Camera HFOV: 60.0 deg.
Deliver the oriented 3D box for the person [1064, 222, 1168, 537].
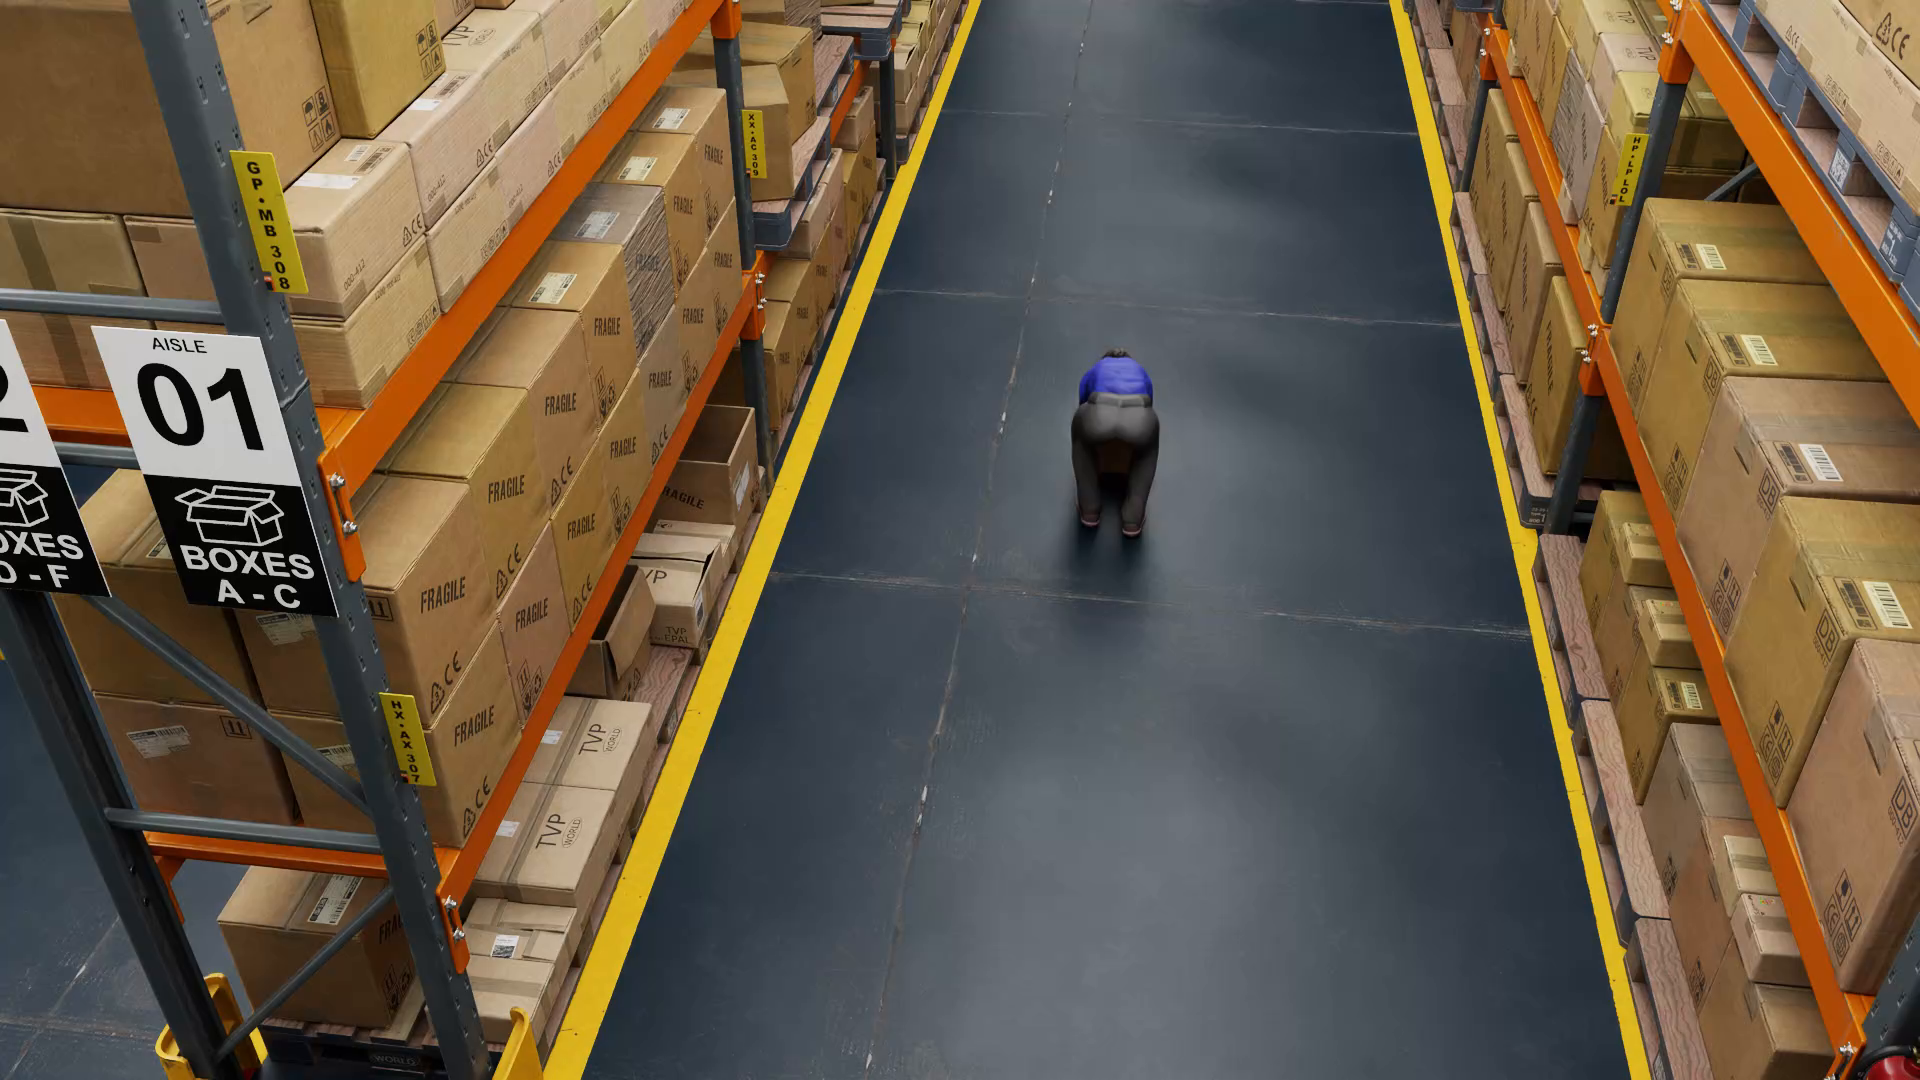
[{"bbox_3d":[0.760,-0.765,8.083,0.516,1.653,0.402,3,36,4],"label":"person"}]
